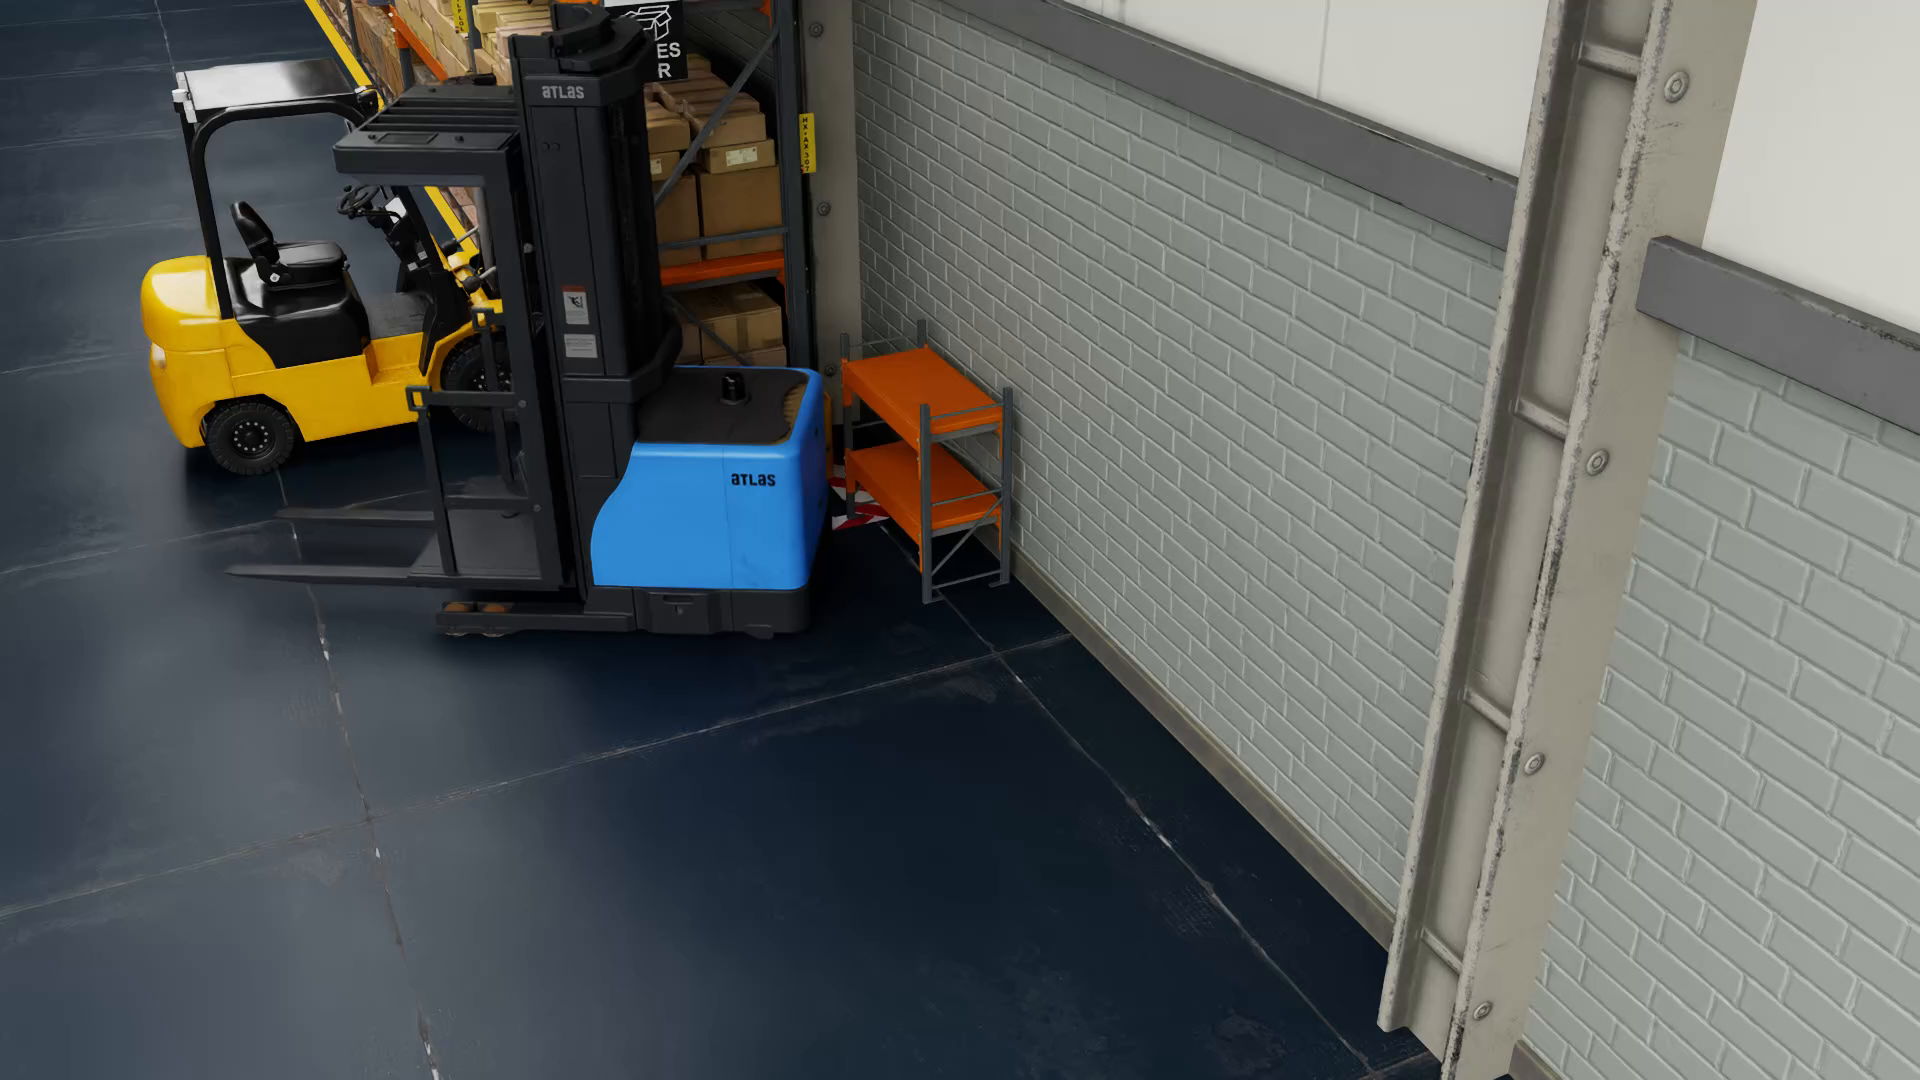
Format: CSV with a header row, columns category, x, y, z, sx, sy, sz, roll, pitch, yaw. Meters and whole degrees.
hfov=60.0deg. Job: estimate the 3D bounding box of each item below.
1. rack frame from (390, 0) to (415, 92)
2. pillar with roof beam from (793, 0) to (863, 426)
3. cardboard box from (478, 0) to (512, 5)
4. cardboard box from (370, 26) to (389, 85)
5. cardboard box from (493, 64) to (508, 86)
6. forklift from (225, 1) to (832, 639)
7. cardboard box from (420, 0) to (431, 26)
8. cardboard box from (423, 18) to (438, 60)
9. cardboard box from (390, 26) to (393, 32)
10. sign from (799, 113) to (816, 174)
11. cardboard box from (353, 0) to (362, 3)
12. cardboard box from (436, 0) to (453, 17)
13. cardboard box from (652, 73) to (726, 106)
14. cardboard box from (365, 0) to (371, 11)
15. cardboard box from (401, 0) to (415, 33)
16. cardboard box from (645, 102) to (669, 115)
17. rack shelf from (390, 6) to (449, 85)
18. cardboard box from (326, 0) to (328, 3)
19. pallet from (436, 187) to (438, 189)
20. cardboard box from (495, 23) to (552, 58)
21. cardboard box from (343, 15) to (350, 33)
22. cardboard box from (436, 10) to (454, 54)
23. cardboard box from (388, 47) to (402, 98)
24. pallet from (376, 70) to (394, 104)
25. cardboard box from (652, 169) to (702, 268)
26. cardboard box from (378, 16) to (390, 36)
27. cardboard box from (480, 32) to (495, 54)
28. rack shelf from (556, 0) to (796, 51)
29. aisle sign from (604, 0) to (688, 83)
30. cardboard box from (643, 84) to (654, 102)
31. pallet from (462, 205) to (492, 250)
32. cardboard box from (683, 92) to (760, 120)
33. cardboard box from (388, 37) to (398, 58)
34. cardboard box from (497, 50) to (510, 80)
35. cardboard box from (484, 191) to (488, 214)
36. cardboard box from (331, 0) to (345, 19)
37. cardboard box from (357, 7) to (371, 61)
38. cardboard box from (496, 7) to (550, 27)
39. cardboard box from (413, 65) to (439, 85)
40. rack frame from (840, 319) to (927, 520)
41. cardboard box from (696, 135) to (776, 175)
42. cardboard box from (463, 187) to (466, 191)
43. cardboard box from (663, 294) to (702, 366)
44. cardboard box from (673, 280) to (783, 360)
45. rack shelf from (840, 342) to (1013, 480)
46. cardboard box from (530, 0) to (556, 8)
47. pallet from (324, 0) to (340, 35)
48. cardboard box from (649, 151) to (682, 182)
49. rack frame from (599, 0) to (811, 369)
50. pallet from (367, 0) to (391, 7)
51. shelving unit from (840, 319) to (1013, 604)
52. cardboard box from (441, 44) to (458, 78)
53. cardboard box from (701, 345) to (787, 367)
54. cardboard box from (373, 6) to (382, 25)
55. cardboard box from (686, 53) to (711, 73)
category,x,y,z,sx,sy,sz,roll,pitch,yaw
rack frame,-4.777,-5.173,15.408,1.000,3.000,0.127,-13,32,-22
pillar with roof beam,-4.715,-3.848,6.912,9.100,9.000,0.400,-13,32,-22
cardboard box,-3.534,-3.947,12.456,0.380,0.149,0.250,-14,32,-23
cardboard box,-5.825,-5.087,17.381,0.500,0.500,0.500,-14,32,-24
cardboard box,-2.866,-2.972,11.381,0.500,0.500,0.500,-13,32,-21
forklift,-2.233,-1.044,8.115,3.031,2.935,1.130,1,29,3
cardboard box,-4.143,-4.401,13.674,0.500,0.250,0.500,-13,32,-21
cardboard box,-4.147,-4.181,13.793,0.500,0.250,0.500,-12,31,-20
cardboard box,-5.508,-5.079,16.704,0.380,0.149,0.250,-12,31,-21
sign,-0.839,-2.165,9.078,0.100,0.325,0.005,-13,32,-22
cardboard box,-6.580,-6.101,18.527,0.380,0.149,0.250,-12,31,-20
cardboard box,-3.824,-4.154,12.826,0.380,0.149,0.250,-14,32,-24
cardboard box,-1.594,-2.637,9.817,0.380,0.149,0.250,-13,32,-22
cardboard box,-6.271,-5.884,18.140,0.380,0.149,0.250,-15,33,-25
cardboard box,-4.596,-4.637,14.605,0.500,0.250,0.500,-14,32,-23
cardboard box,-1.821,-2.312,9.236,0.380,0.149,0.250,-13,32,-22
rack shelf,-3.918,-3.976,14.008,1.077,0.370,4.000,-13,32,-22
cardboard box,-7.702,-7.124,21.013,0.700,0.500,0.500,-12,31,-20
pallet,-4.459,-3.585,15.427,1.003,0.211,1.213,-13,32,-22
cardboard box,-2.862,-3.316,11.028,0.380,0.149,0.250,-12,32,-21
cardboard box,-6.998,-6.064,19.482,0.380,0.149,0.250,-14,32,-23
cardboard box,-3.729,-3.947,12.865,0.500,0.250,0.500,-14,32,-23
cardboard box,-5.358,-4.631,16.567,0.500,0.500,0.500,-14,32,-23
pallet,-5.583,-4.832,17.652,1.003,0.211,1.213,-13,32,-22
cardboard box,-1.791,-1.845,9.371,0.500,0.500,0.500,-14,32,-23
cardboard box,-5.762,-5.305,17.107,0.380,0.149,0.250,-15,32,-24
cardboard box,-3.160,-3.536,11.724,0.380,0.149,0.250,-14,32,-23
rack shelf,-2.201,-3.517,10.124,1.077,0.370,4.000,-13,32,-22
aisle sign,-1.579,-2.682,8.308,0.394,0.787,0.004,-13,32,-22
cardboard box,-1.997,-2.547,9.656,0.380,0.149,0.250,-13,32,-22
pallet,-3.411,-2.507,13.505,1.003,0.211,1.213,-13,32,-22
cardboard box,-1.351,-2.419,9.427,0.380,0.149,0.250,-12,31,-20
cardboard box,-5.363,-4.828,16.256,0.380,0.149,0.250,-15,33,-25
cardboard box,-2.872,-3.188,11.104,0.380,0.149,0.250,-12,32,-21
cardboard box,-3.294,-2.781,13.142,0.875,0.625,0.625,-12,31,-20
cardboard box,-7.257,-6.665,20.196,0.700,0.500,0.500,-14,32,-24
cardboard box,-6.252,-5.539,18.187,0.500,0.500,0.500,-14,32,-23
cardboard box,-2.981,-3.566,11.473,0.380,0.149,0.250,-13,32,-21
cardboard box,-4.521,-4.042,15.390,0.875,0.625,0.625,-12,31,-20
rack frame,-0.415,-0.663,9.282,0.500,1.125,0.032,-14,32,-23
cardboard box,-1.254,-2.170,9.287,0.380,0.149,0.250,-14,32,-23
cardboard box,-3.945,-3.457,14.347,0.875,0.625,0.625,-14,32,-24
cardboard box,-1.822,-1.197,9.677,0.500,0.250,0.500,-12,31,-20
cardboard box,-1.378,-1.311,9.881,0.500,0.250,0.500,-14,32,-23
rack shelf,-0.191,-0.695,8.741,0.538,0.278,1.000,-14,32,-23
cardboard box,-3.017,-3.933,12.431,0.380,0.149,0.250,-14,32,-23
pallet,-7.316,-6.567,20.745,1.003,0.211,1.213,-13,32,-22
cardboard box,-1.744,-2.060,9.091,0.380,0.149,0.250,-13,32,-21
rack frame,-1.342,-1.639,9.106,1.000,3.000,0.127,-13,32,-22
pallet,-5.131,-5.374,15.963,1.213,0.211,1.003,-13,32,-22
shelving unit,-0.191,-0.440,8.884,0.538,1.125,1.048,-14,32,-23
cardboard box,-3.733,-3.729,12.987,0.500,0.250,0.500,-13,32,-22
cardboard box,-1.357,-1.092,10.001,0.500,0.250,0.500,-12,32,-21
cardboard box,-5.963,-5.538,17.522,0.380,0.149,0.250,-12,31,-20
cardboard box,-1.754,-2.885,10.258,0.380,0.149,0.250,-14,32,-23
